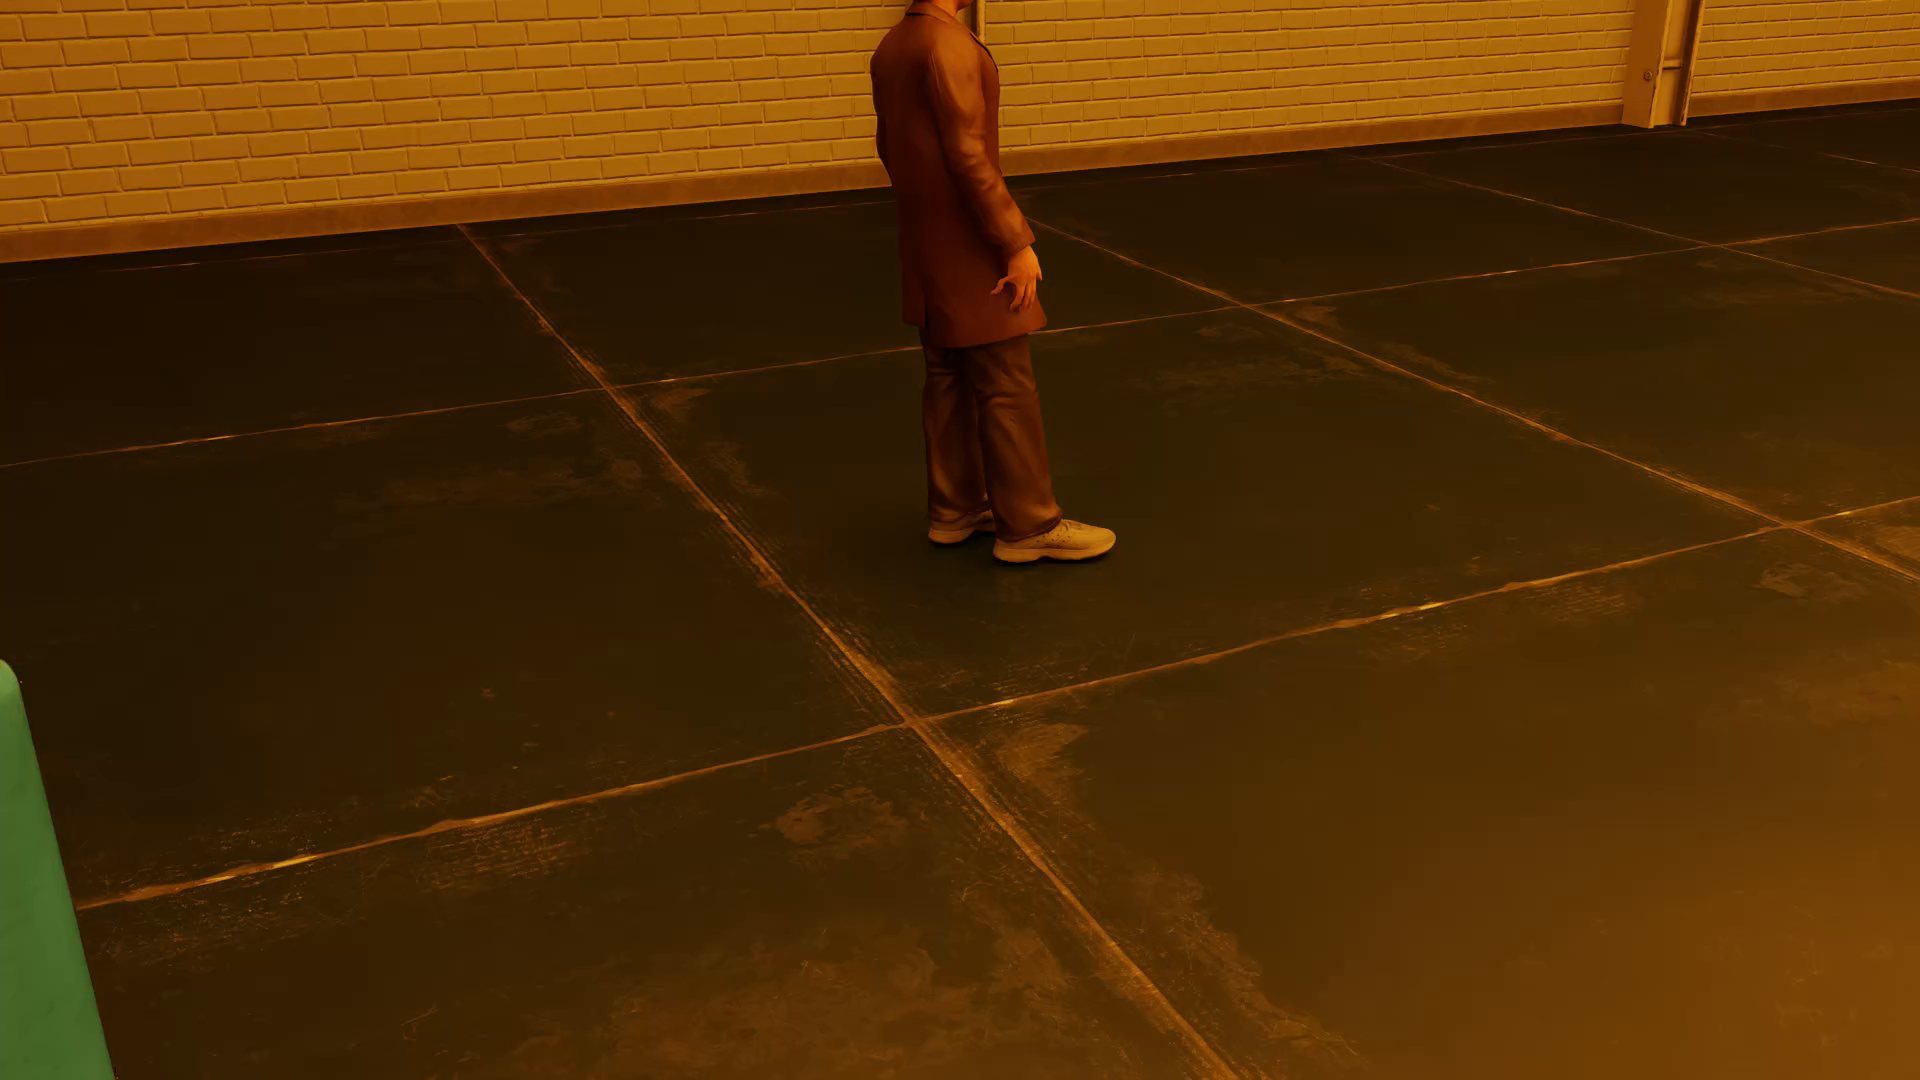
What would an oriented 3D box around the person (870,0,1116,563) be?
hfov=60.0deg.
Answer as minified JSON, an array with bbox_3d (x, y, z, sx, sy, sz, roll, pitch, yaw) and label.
[{"bbox_3d":[0.084,-0.840,4.794,0.582,1.775,0.696,-10,25,-23],"label":"person"}]
